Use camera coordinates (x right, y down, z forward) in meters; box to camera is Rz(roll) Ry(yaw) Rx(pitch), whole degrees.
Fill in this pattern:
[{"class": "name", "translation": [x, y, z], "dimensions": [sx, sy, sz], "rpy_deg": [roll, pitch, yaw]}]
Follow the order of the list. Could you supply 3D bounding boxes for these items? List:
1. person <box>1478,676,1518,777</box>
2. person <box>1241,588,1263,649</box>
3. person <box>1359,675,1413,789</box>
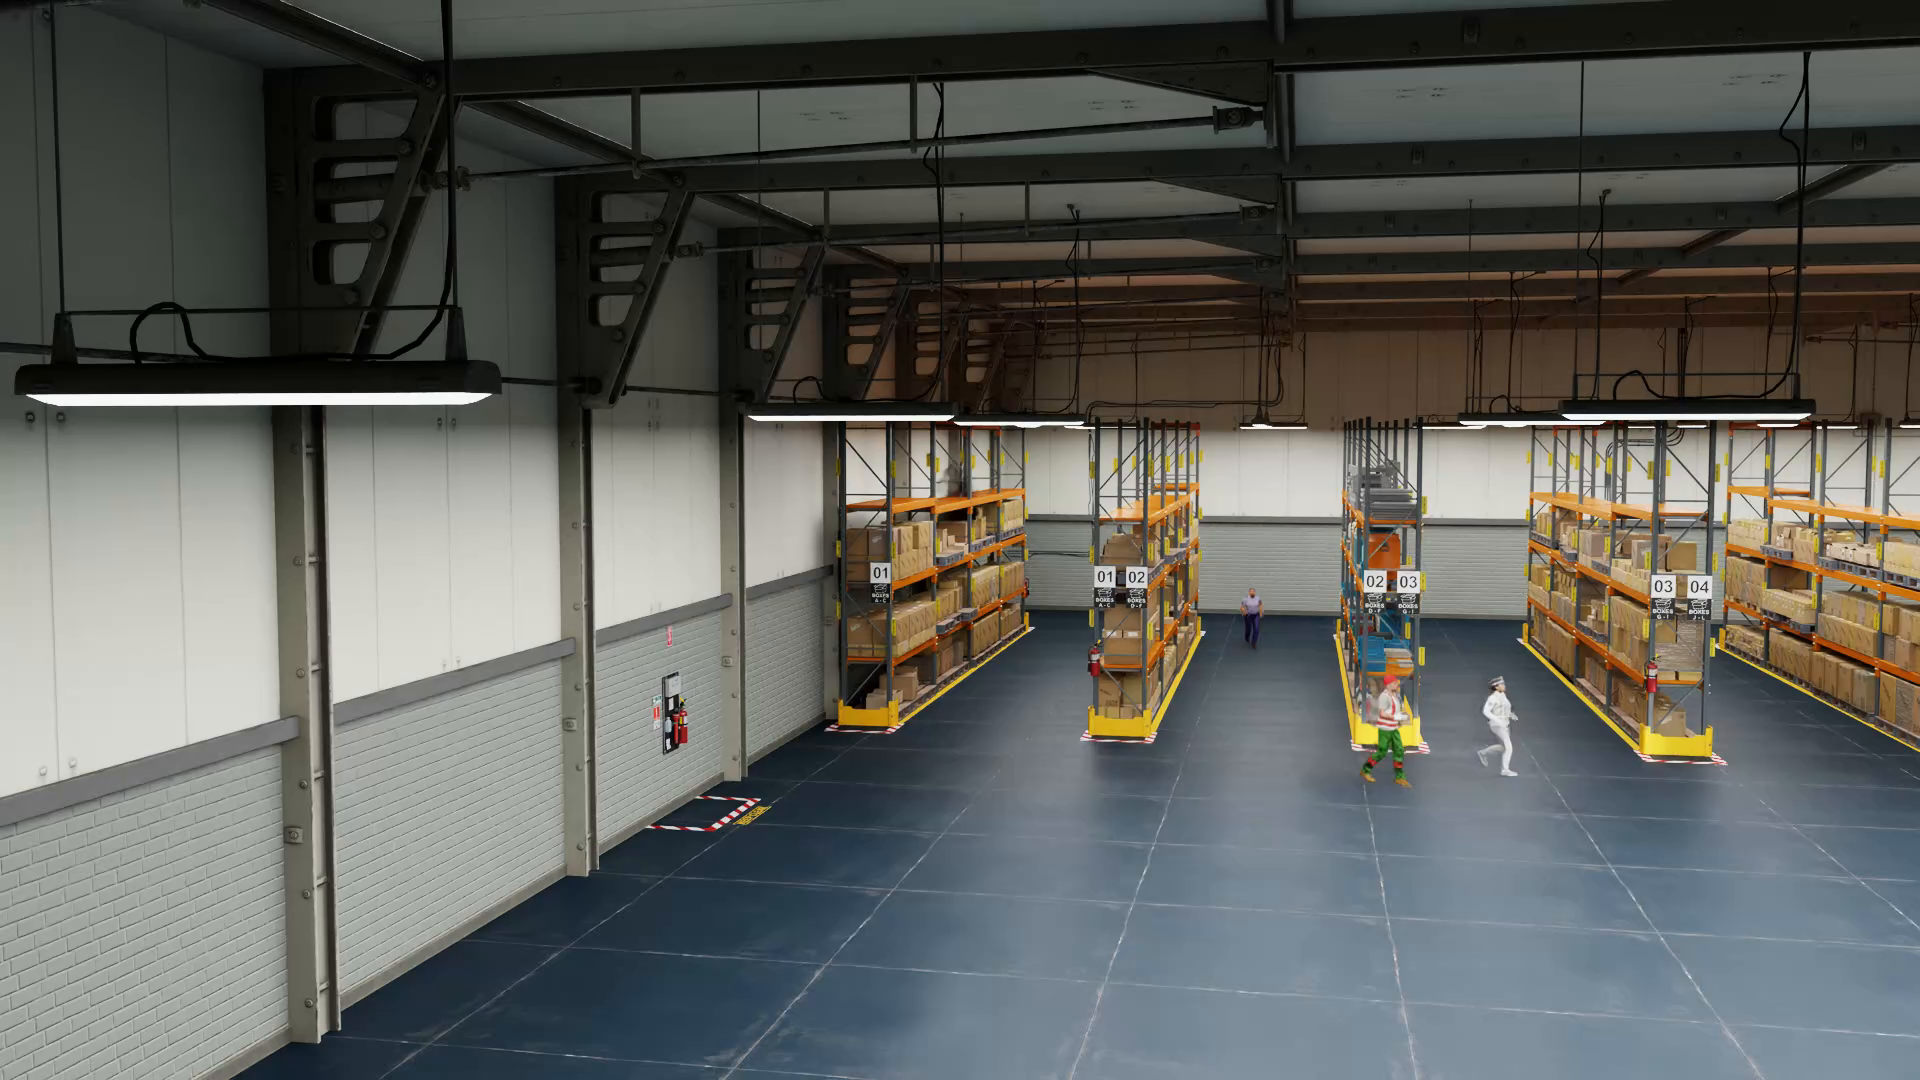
[{"class": "person", "translation": [8.973, 3.090, 27.765], "dimensions": [0.705, 1.654, 0.621], "rpy_deg": [3, 5, 40]}, {"class": "person", "translation": [7.758, 2.069, 44.200], "dimensions": [0.605, 1.609, 0.757], "rpy_deg": [0, 4, 1]}, {"class": "person", "translation": [6.903, 3.078, 26.875], "dimensions": [0.854, 1.829, 0.684], "rpy_deg": [3, 5, 35]}]
